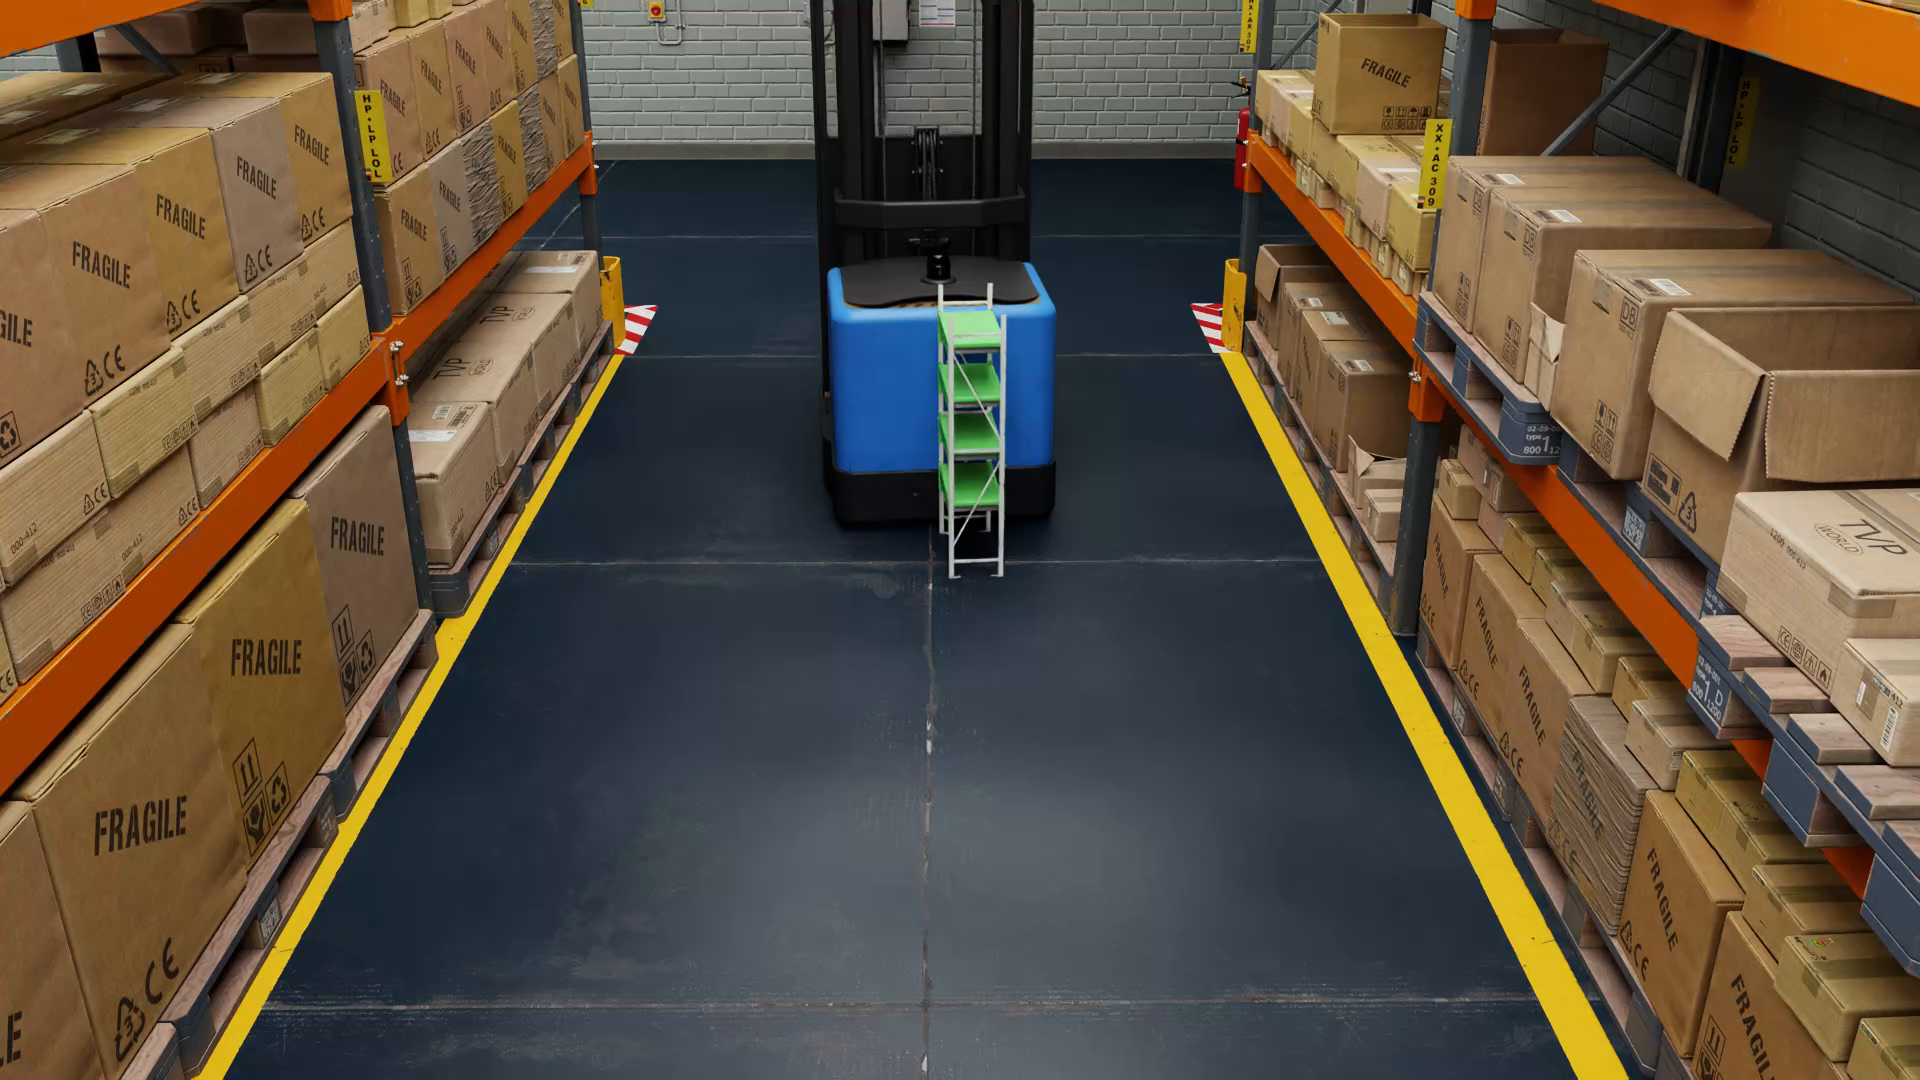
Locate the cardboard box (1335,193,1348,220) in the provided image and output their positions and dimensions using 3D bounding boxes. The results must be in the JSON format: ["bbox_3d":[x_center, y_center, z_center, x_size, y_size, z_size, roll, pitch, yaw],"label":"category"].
[{"bbox_3d":[2.034,-1.642,8.045,0.380,0.149,0.250,0,24,-1],"label":"cardboard box"}]

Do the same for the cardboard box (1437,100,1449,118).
[{"bbox_3d":[2.521,-2.101,8.576,0.500,0.250,0.500,1,24,1],"label":"cardboard box"}]

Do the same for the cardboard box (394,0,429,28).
[{"bbox_3d":[-2.424,-2.208,6.869,0.380,0.149,0.250,0,24,-1],"label":"cardboard box"}]

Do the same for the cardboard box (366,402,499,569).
[{"bbox_3d":[-2.574,-0.249,7.261,0.875,0.438,0.875,-1,24,-1],"label":"cardboard box"}]

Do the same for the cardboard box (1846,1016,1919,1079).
[{"bbox_3d":[2.074,1.108,3.397,0.380,0.149,0.250,-1,24,-3],"label":"cardboard box"}]

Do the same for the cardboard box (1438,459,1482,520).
[{"bbox_3d":[2.027,-0.189,6.265,0.380,0.149,0.250,1,24,2],"label":"cardboard box"}]

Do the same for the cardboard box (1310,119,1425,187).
[{"bbox_3d":[2.022,-1.890,8.110,0.500,0.250,0.500,-1,24,-2],"label":"cardboard box"}]

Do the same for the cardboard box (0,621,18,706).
[{"bbox_3d":[-2.408,0.336,3.549,0.500,0.250,0.500,-1,24,-2],"label":"cardboard box"}]

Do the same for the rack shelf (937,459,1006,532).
[{"bbox_3d":[0.048,-0.204,7.482,0.258,0.148,0.480,-2,24,-5],"label":"rack shelf"}]

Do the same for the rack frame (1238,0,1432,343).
[{"bbox_3d":[2.245,-2.638,9.944,1.000,3.000,0.127,0,24,-1],"label":"rack frame"}]

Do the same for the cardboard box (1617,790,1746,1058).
[{"bbox_3d":[2.109,1.011,4.399,0.500,0.500,0.500,1,24,2],"label":"cardboard box"}]

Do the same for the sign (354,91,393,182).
[{"bbox_3d":[-2.132,-1.464,6.038,0.100,0.325,0.005,0,24,-1],"label":"sign"}]

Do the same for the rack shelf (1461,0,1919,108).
[{"bbox_3d":[2.311,-1.205,4.007,1.077,0.370,4.000,0,24,-1],"label":"rack shelf"}]

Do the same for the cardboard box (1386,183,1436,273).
[{"bbox_3d":[2.039,-1.266,6.730,0.500,0.250,0.500,0,24,1],"label":"cardboard box"}]

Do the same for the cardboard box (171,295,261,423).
[{"bbox_3d":[-2.402,-0.526,4.848,0.500,0.250,0.500,0,24,1],"label":"cardboard box"}]

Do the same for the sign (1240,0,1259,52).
[{"bbox_3d":[1.703,-3.030,9.760,0.100,0.325,0.005,0,24,-1],"label":"sign"}]

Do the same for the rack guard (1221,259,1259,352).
[{"bbox_3d":[2.246,-1.468,10.389,1.175,0.500,0.348,0,24,-1],"label":"rack guard"}]

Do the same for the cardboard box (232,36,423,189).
[{"bbox_3d":[-2.438,-1.665,6.456,0.500,0.500,0.500,0,24,0],"label":"cardboard box"}]

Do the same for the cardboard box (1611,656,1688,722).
[{"bbox_3d":[2.136,0.460,4.830,0.380,0.149,0.250,0,24,0],"label":"cardboard box"}]

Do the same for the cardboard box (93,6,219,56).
[{"bbox_3d":[-2.996,-1.888,6.164,0.380,0.149,0.250,-1,24,-2],"label":"cardboard box"}]

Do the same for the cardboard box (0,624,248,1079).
[{"bbox_3d":[-2.561,0.806,4.396,0.875,0.875,0.875,0,24,0],"label":"cardboard box"}]

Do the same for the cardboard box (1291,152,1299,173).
[{"bbox_3d":[2.002,-2.070,8.992,0.380,0.149,0.250,0,24,1],"label":"cardboard box"}]

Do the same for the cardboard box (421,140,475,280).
[{"bbox_3d":[-2.419,-1.414,7.115,0.500,0.500,0.500,0,24,0],"label":"cardboard box"}]

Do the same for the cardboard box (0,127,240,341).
[{"bbox_3d":[-2.420,-0.862,4.682,0.500,0.500,0.500,0,24,1],"label":"cardboard box"}]

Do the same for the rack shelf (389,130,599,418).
[{"bbox_3d":[-2.696,-1.463,8.217,1.077,0.370,4.000,0,24,-1],"label":"rack shelf"}]

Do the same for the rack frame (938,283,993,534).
[{"bbox_3d":[0.024,-0.581,7.578,0.240,1.200,0.015,-2,24,-5],"label":"rack frame"}]

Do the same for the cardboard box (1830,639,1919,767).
[{"bbox_3d":[1.942,0.312,3.215,0.380,0.149,0.250,0,24,0],"label":"cardboard box"}]

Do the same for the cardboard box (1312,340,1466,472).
[{"bbox_3d":[2.139,-0.658,8.089,0.700,0.500,0.500,-1,24,-3],"label":"cardboard box"}]

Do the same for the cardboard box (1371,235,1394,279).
[{"bbox_3d":[1.981,-1.220,7.113,0.380,0.149,0.250,0,24,1],"label":"cardboard box"}]

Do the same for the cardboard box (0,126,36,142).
[{"bbox_3d":[-2.921,-0.869,4.696,0.500,0.500,0.500,-1,24,-2],"label":"cardboard box"}]

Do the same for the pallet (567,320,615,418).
[{"bbox_3d":[-2.631,-1.015,9.738,1.003,0.211,1.213,0,24,-1],"label":"pallet"}]

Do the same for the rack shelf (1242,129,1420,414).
[{"bbox_3d":[2.267,-1.486,8.270,1.077,0.370,4.000,0,24,-1],"label":"rack shelf"}]

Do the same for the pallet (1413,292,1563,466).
[{"bbox_3d":[2.188,-0.573,5.610,1.003,0.211,1.213,0,24,-1],"label":"pallet"}]

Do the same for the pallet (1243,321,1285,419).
[{"bbox_3d":[2.256,-1.008,9.723,1.003,0.211,1.213,0,24,-1],"label":"pallet"}]

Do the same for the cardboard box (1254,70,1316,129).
[{"bbox_3d":[1.981,-2.517,9.497,0.500,0.250,0.500,0,24,0],"label":"cardboard box"}]

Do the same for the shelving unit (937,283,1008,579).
[{"bbox_3d":[0.048,-0.481,7.356,0.258,1.200,0.503,-2,24,-5],"label":"shelving unit"}]

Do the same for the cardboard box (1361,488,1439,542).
[{"bbox_3d":[1.989,-0.111,7.305,0.380,0.149,0.250,-1,24,-2],"label":"cardboard box"}]

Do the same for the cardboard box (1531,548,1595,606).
[{"bbox_3d":[2.138,0.143,5.530,0.380,0.149,0.250,-1,24,-1],"label":"cardboard box"}]

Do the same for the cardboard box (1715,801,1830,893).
[{"bbox_3d":[2.124,0.778,4.127,0.380,0.149,0.250,0,24,1],"label":"cardboard box"}]

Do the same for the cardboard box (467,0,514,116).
[{"bbox_3d":[-2.434,-2.292,7.843,0.500,0.500,0.500,0,24,-1],"label":"cardboard box"}]

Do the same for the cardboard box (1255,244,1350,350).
[{"bbox_3d":[2.157,-1.440,9.813,0.797,0.503,0.637,-1,24,-3],"label":"cardboard box"}]

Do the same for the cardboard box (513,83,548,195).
[{"bbox_3d":[-2.442,-2.044,8.507,0.500,0.500,0.500,0,24,1],"label":"cardboard box"}]

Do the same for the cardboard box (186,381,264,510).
[{"bbox_3d":[-2.427,-0.296,4.947,0.500,0.250,0.500,-1,24,-2],"label":"cardboard box"}]

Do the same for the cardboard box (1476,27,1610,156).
[{"bbox_3d":[2.539,-2.014,7.474,0.500,0.500,0.500,-1,24,-2],"label":"cardboard box"}]

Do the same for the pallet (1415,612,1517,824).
[{"bbox_3d":[2.335,0.615,6.133,1.003,0.211,1.213,0,24,-1],"label":"pallet"}]

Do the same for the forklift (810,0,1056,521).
[{"bbox_3d":[-0.209,-1.996,8.606,1.130,2.935,3.031,-2,24,-5],"label":"forklift"}]

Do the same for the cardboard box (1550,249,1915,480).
[{"bbox_3d":[2.085,-0.490,4.562,0.700,0.500,0.500,0,24,-1],"label":"cardboard box"}]

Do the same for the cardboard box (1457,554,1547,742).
[{"bbox_3d":[2.085,0.377,5.800,0.500,0.500,0.500,-1,24,-1],"label":"cardboard box"}]

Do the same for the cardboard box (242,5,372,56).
[{"bbox_3d":[-2.419,-1.894,6.176,0.380,0.149,0.250,-1,24,-1],"label":"cardboard box"}]

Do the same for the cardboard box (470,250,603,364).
[{"bbox_3d":[-2.611,-1.367,9.732,0.875,0.438,0.875,-1,24,-2],"label":"cardboard box"}]

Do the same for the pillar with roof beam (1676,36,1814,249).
[{"bbox_3d":[-1.122,-3.995,5.663,9.100,9.000,0.400,0,24,-1],"label":"pillar with roof beam"}]

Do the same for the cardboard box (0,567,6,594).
[{"bbox_3d":[-2.394,0.100,3.465,0.500,0.250,0.500,0,24,1],"label":"cardboard box"}]

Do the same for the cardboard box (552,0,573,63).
[{"bbox_3d":[-2.475,-2.918,9.227,0.500,0.500,0.500,1,24,1],"label":"cardboard box"}]

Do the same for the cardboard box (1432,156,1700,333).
[{"bbox_3d":[2.070,-1.027,5.749,0.700,0.500,0.500,0,24,1],"label":"cardboard box"}]

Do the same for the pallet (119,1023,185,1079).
[{"bbox_3d":[-2.564,1.627,3.896,1.003,0.211,1.213,0,24,-1],"label":"pallet"}]
